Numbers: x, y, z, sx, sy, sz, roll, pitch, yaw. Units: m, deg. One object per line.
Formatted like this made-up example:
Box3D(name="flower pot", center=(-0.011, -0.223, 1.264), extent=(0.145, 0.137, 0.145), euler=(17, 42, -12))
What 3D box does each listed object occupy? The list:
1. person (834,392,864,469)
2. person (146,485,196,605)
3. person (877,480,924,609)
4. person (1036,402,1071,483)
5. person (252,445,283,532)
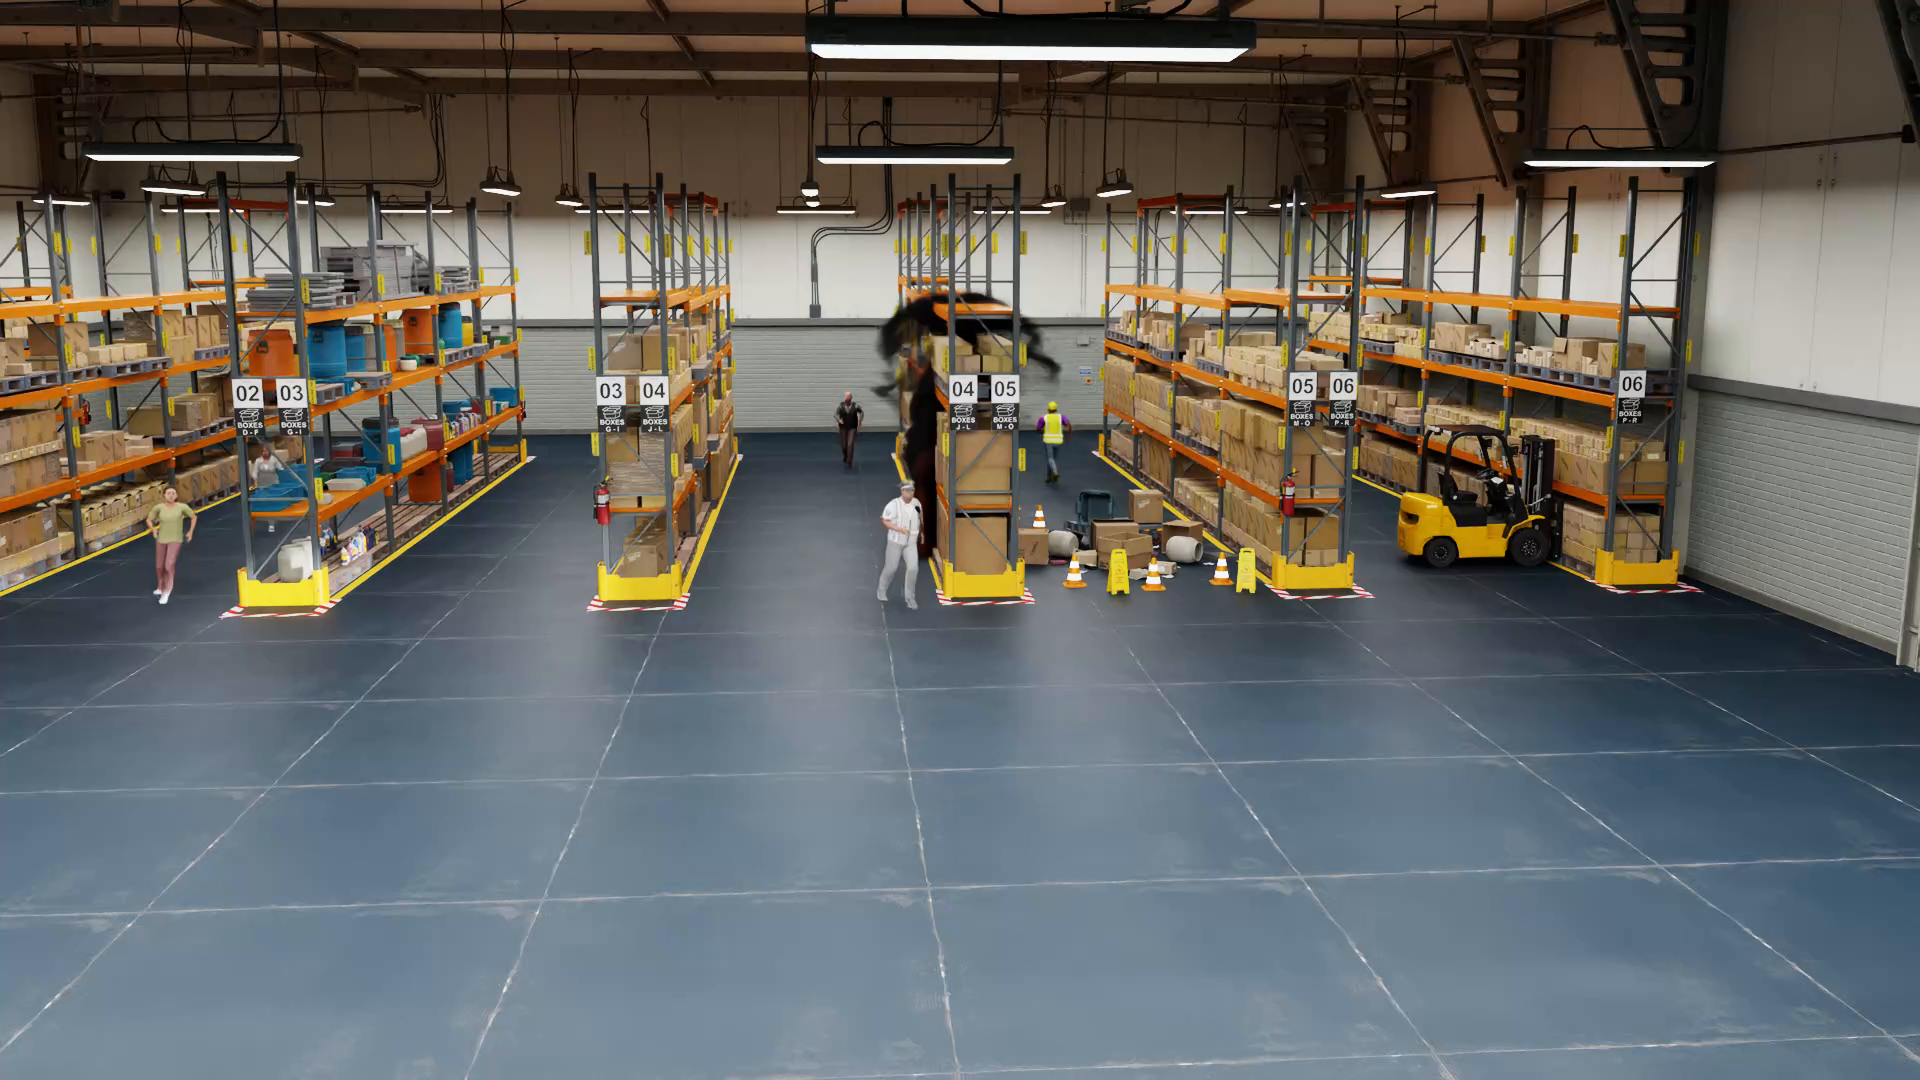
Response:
Box3D(name="person", center=(-2.549, -2.536, 38.153), extent=(0.683, 1.734, 0.822), euler=(0, 10, 3))
Box3D(name="person", center=(-11.262, 0.049, 23.738), extent=(0.644, 1.685, 0.686), euler=(-2, 10, -11))
Box3D(name="person", center=(-0.791, 0.055, 23.447), extent=(0.697, 1.850, 0.807), euler=(-5, 11, -24))
Box3D(name="person", center=(1.961, -2.022, 35.076), extent=(0.715, 1.764, 1.040), euler=(-2, 10, -10))
Box3D(name="person", center=(-12.300, -0.934, 29.616), extent=(0.522, 1.540, 0.598), euler=(-3, 10, -17))
